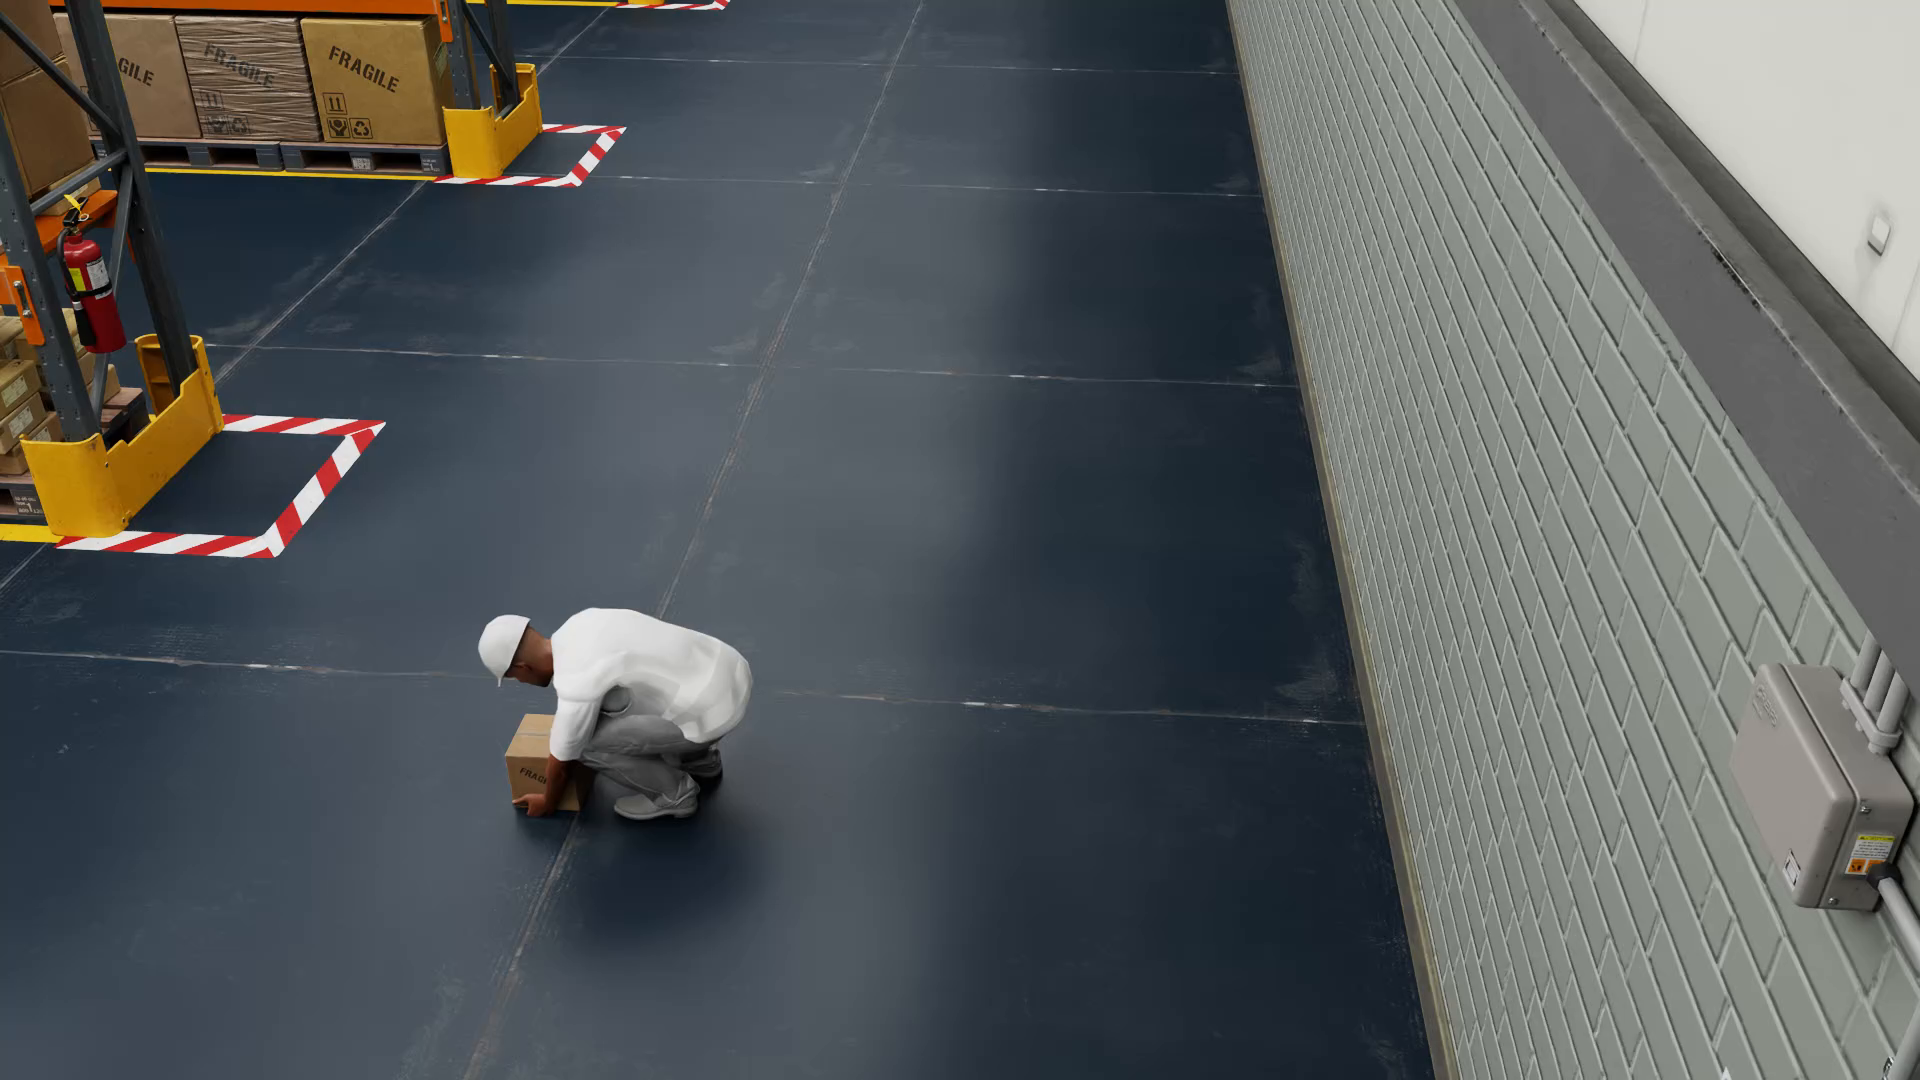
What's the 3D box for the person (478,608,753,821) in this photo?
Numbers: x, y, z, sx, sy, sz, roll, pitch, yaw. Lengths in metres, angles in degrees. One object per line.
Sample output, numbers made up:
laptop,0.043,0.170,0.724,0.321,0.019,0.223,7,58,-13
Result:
person,-1.231,0.647,6.055,0.937,0.879,0.544,2,32,3
